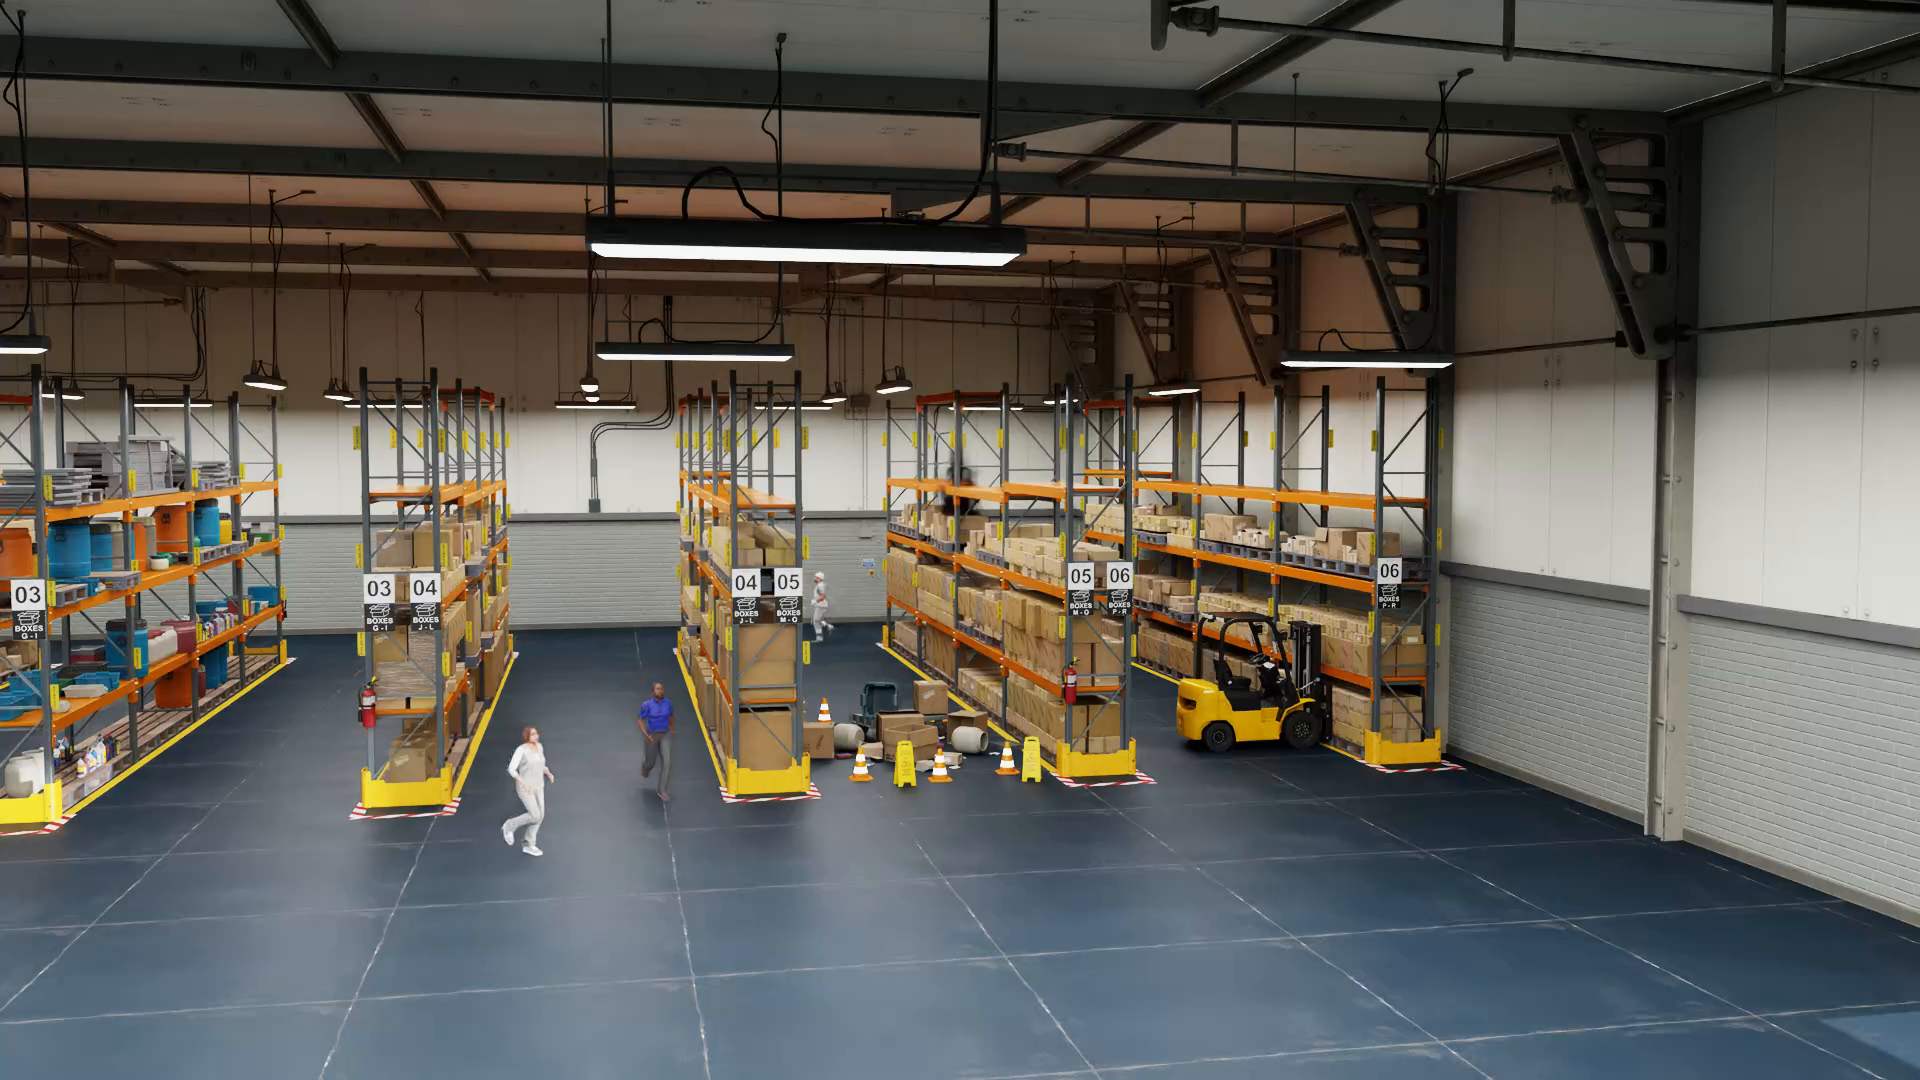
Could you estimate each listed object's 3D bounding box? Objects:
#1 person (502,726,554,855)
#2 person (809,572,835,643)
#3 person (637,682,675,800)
[{"bbox_3d":[-5.235,3.030,20.204,0.583,1.571,0.531,2,4,28],"label":"person"},{"bbox_3d":[-3.425,1.679,41.291,0.649,1.756,0.651,0,3,-7],"label":"person"},{"bbox_3d":[-4.278,2.820,23.518,0.568,1.632,0.856,-2,4,-25],"label":"person"}]
